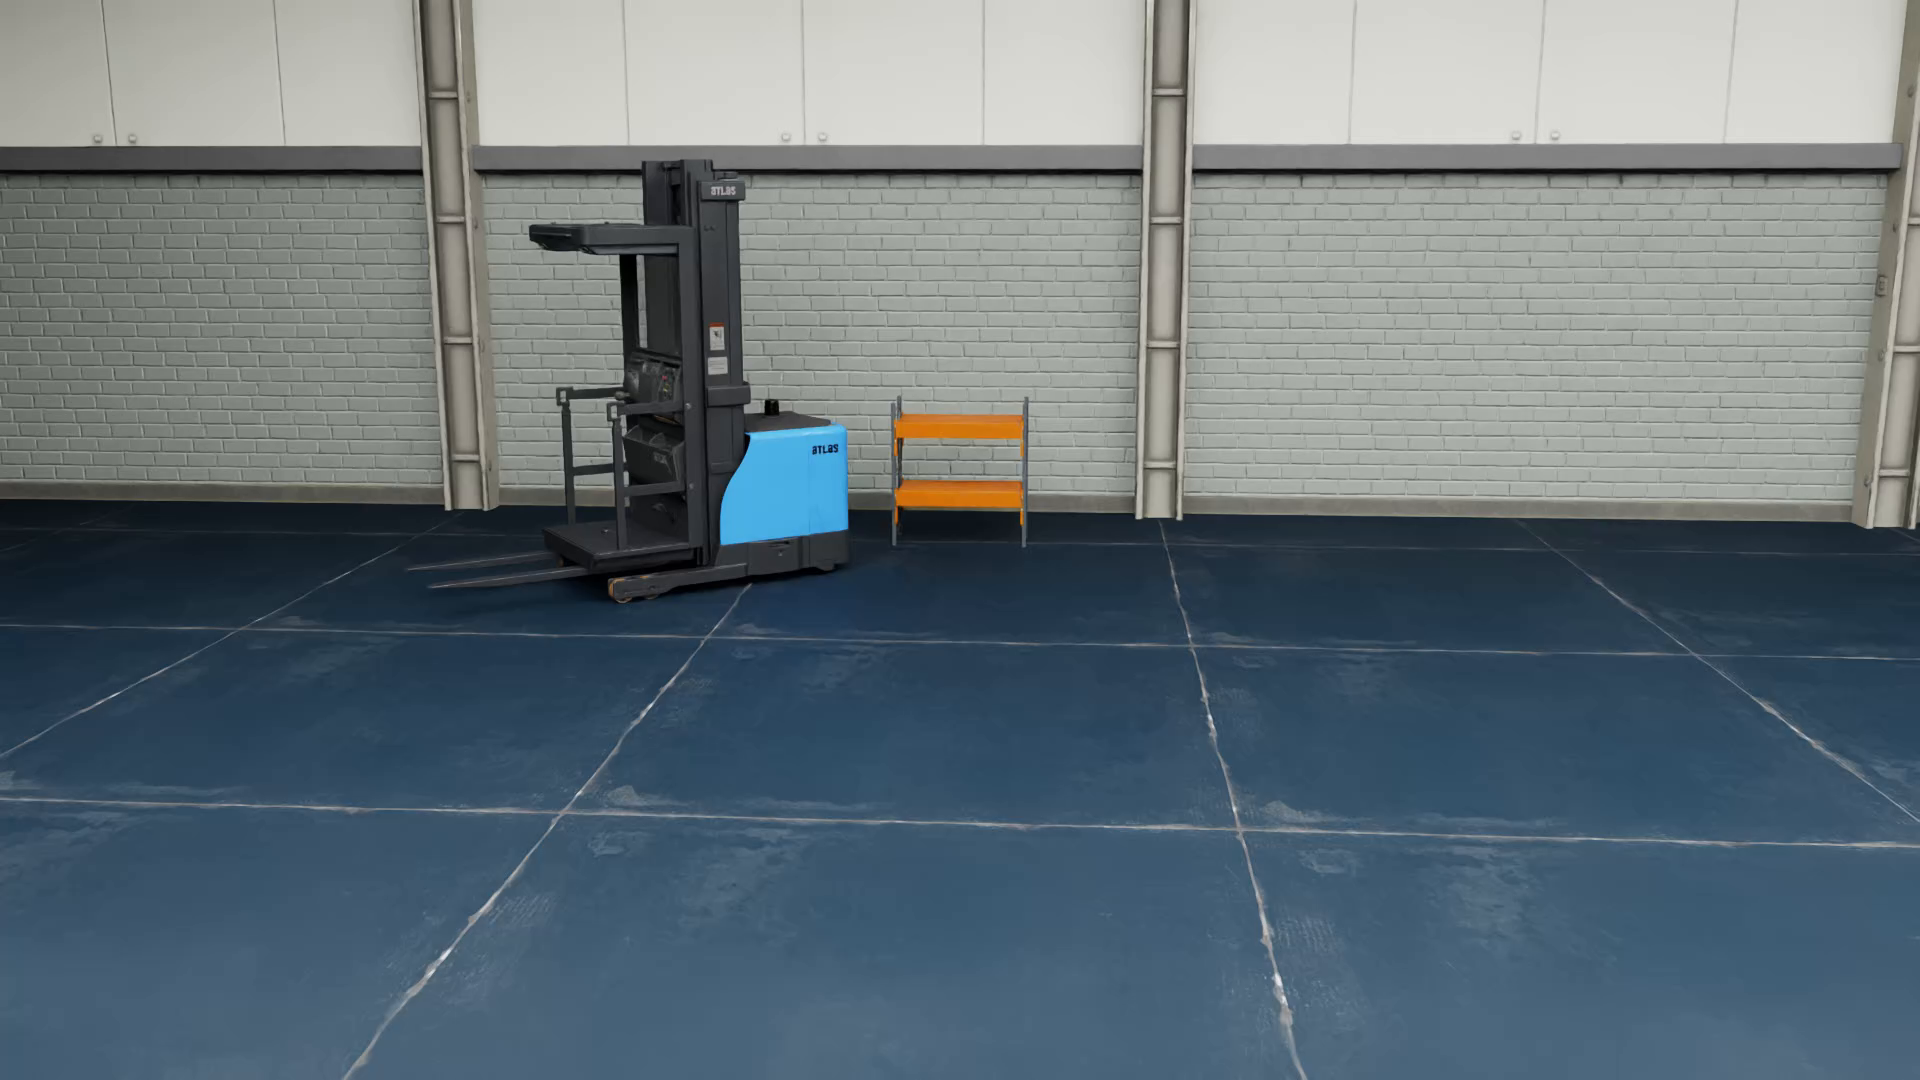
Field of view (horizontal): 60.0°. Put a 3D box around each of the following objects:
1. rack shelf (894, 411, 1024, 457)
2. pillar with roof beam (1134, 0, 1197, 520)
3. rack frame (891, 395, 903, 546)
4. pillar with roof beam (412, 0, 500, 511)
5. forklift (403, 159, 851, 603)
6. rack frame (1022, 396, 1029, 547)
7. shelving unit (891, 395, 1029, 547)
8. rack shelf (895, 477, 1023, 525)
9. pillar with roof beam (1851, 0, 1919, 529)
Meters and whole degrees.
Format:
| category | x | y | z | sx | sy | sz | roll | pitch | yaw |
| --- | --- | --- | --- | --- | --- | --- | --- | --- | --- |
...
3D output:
| category | x | y | z | sx | sy | sz | roll | pitch | yaw |
| --- | --- | --- | --- | --- | --- | --- | --- | --- | --- |
| rack shelf | 0.007 | -0.837 | 13.093 | 1.000 | 0.278 | 0.538 | 1 | 12 | 4 |
| pillar with roof beam | 1.410 | -3.731 | 9.125 | 0.400 | 9.000 | 9.100 | 1 | 12 | 4 |
| rack frame | -0.500 | -0.557 | 13.186 | 0.032 | 1.125 | 0.500 | 1 | 12 | 4 |
| pillar with roof beam | -4.577 | -3.813 | 9.517 | 0.400 | 9.000 | 9.100 | 1 | 12 | 4 |
| forklift | -2.320 | -1.132 | 11.522 | 3.031 | 2.935 | 1.130 | -7 | 14 | -32 |
| rack frame | 0.514 | -0.544 | 13.119 | 0.032 | 1.125 | 0.500 | 1 | 12 | 4 |
| shelving unit | 0.007 | -0.550 | 13.152 | 1.048 | 1.125 | 0.538 | 1 | 12 | 4 |
| rack shelf | 0.007 | -0.311 | 13.203 | 1.000 | 0.278 | 0.538 | 1 | 12 | 4 |
| pillar with roof beam | 7.397 | -3.649 | 8.732 | 0.400 | 9.000 | 9.100 | 1 | 12 | 4 |
